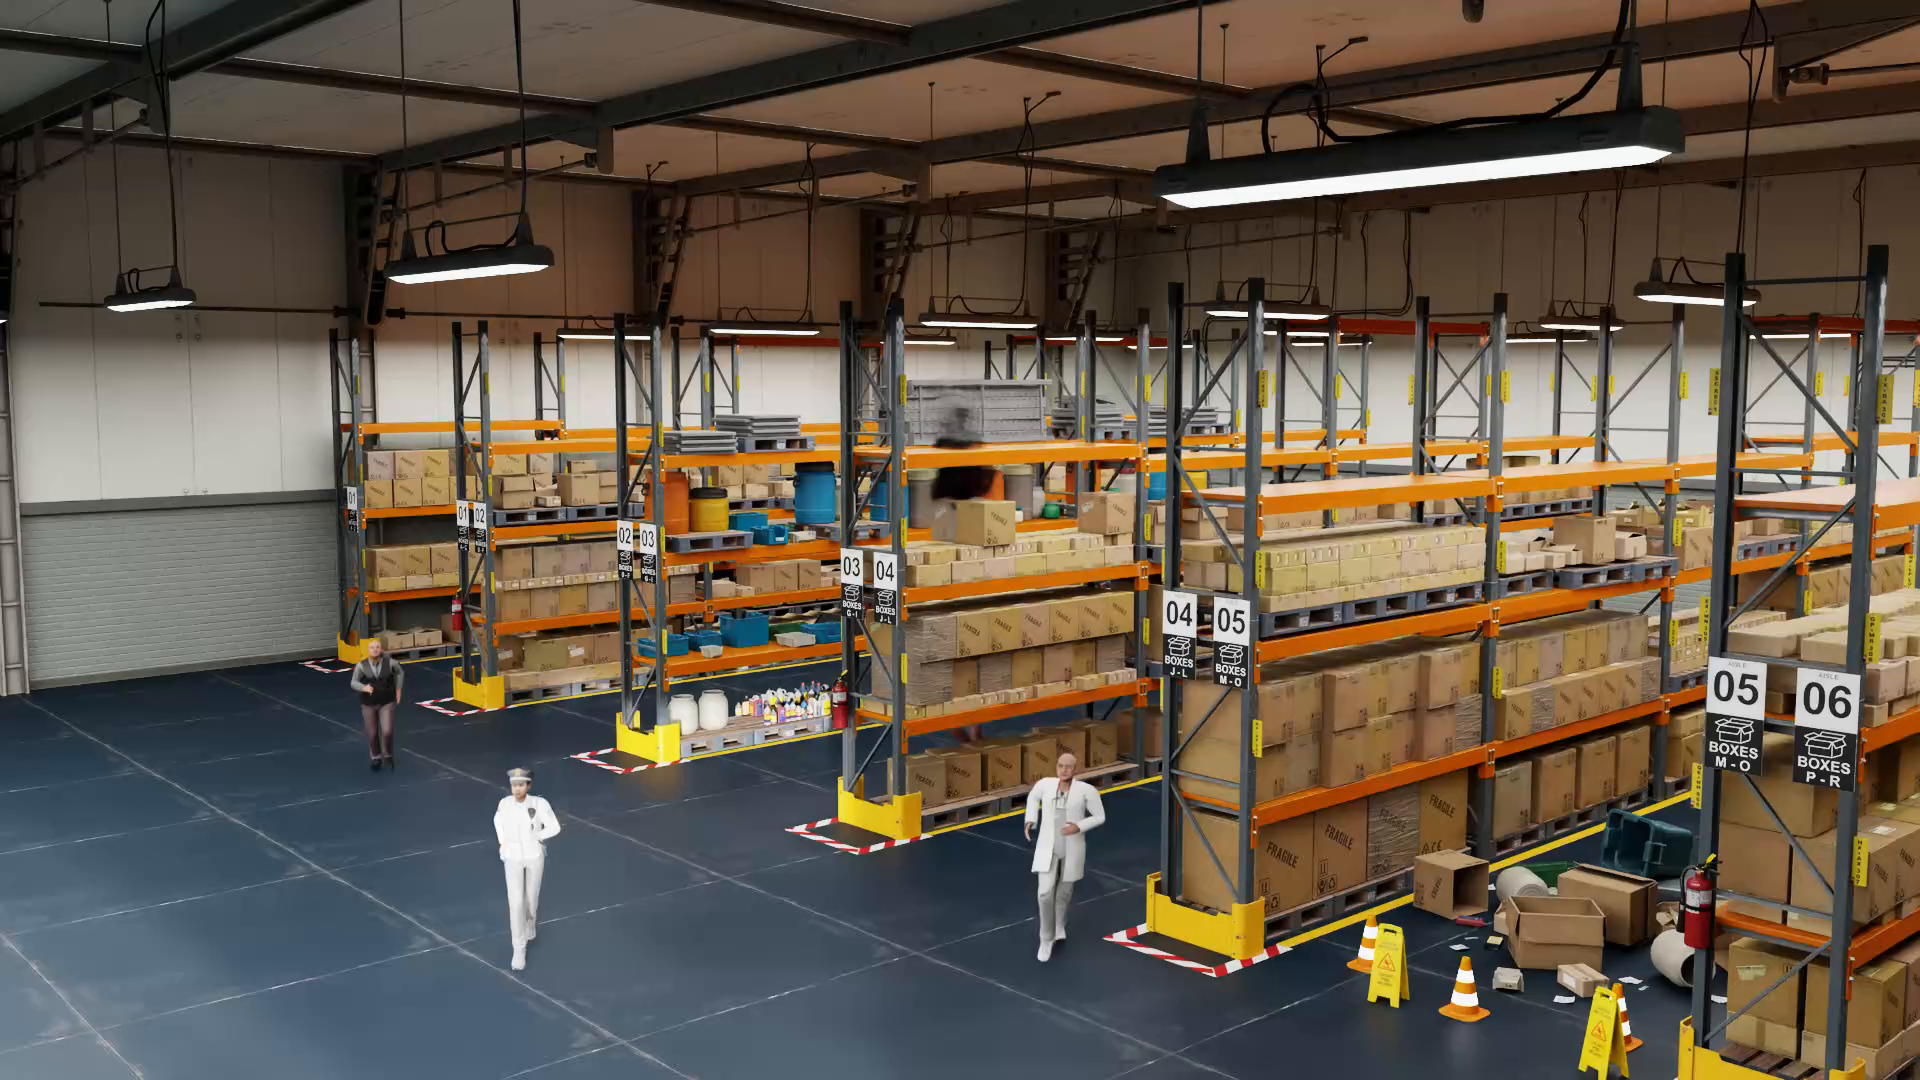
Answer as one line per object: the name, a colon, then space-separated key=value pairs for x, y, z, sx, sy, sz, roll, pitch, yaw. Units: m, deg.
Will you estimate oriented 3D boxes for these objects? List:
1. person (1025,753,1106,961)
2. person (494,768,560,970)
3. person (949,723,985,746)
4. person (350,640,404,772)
person: x=0.945 y=2.823 z=14.956 sx=0.733 sy=1.861 sz=0.734 roll=1 pitch=6 yaw=11
person: x=-3.861 y=2.861 z=14.839 sx=0.592 sy=1.732 sz=0.851 roll=-1 pitch=6 yaw=-10
person: x=0.131 y=2.180 z=21.863 sx=0.551 sy=1.626 sz=0.688 roll=5 pitch=7 yaw=41
person: x=-7.581 y=2.176 z=21.650 sx=0.656 sy=1.748 sz=0.704 roll=-2 pitch=6 yaw=-16
